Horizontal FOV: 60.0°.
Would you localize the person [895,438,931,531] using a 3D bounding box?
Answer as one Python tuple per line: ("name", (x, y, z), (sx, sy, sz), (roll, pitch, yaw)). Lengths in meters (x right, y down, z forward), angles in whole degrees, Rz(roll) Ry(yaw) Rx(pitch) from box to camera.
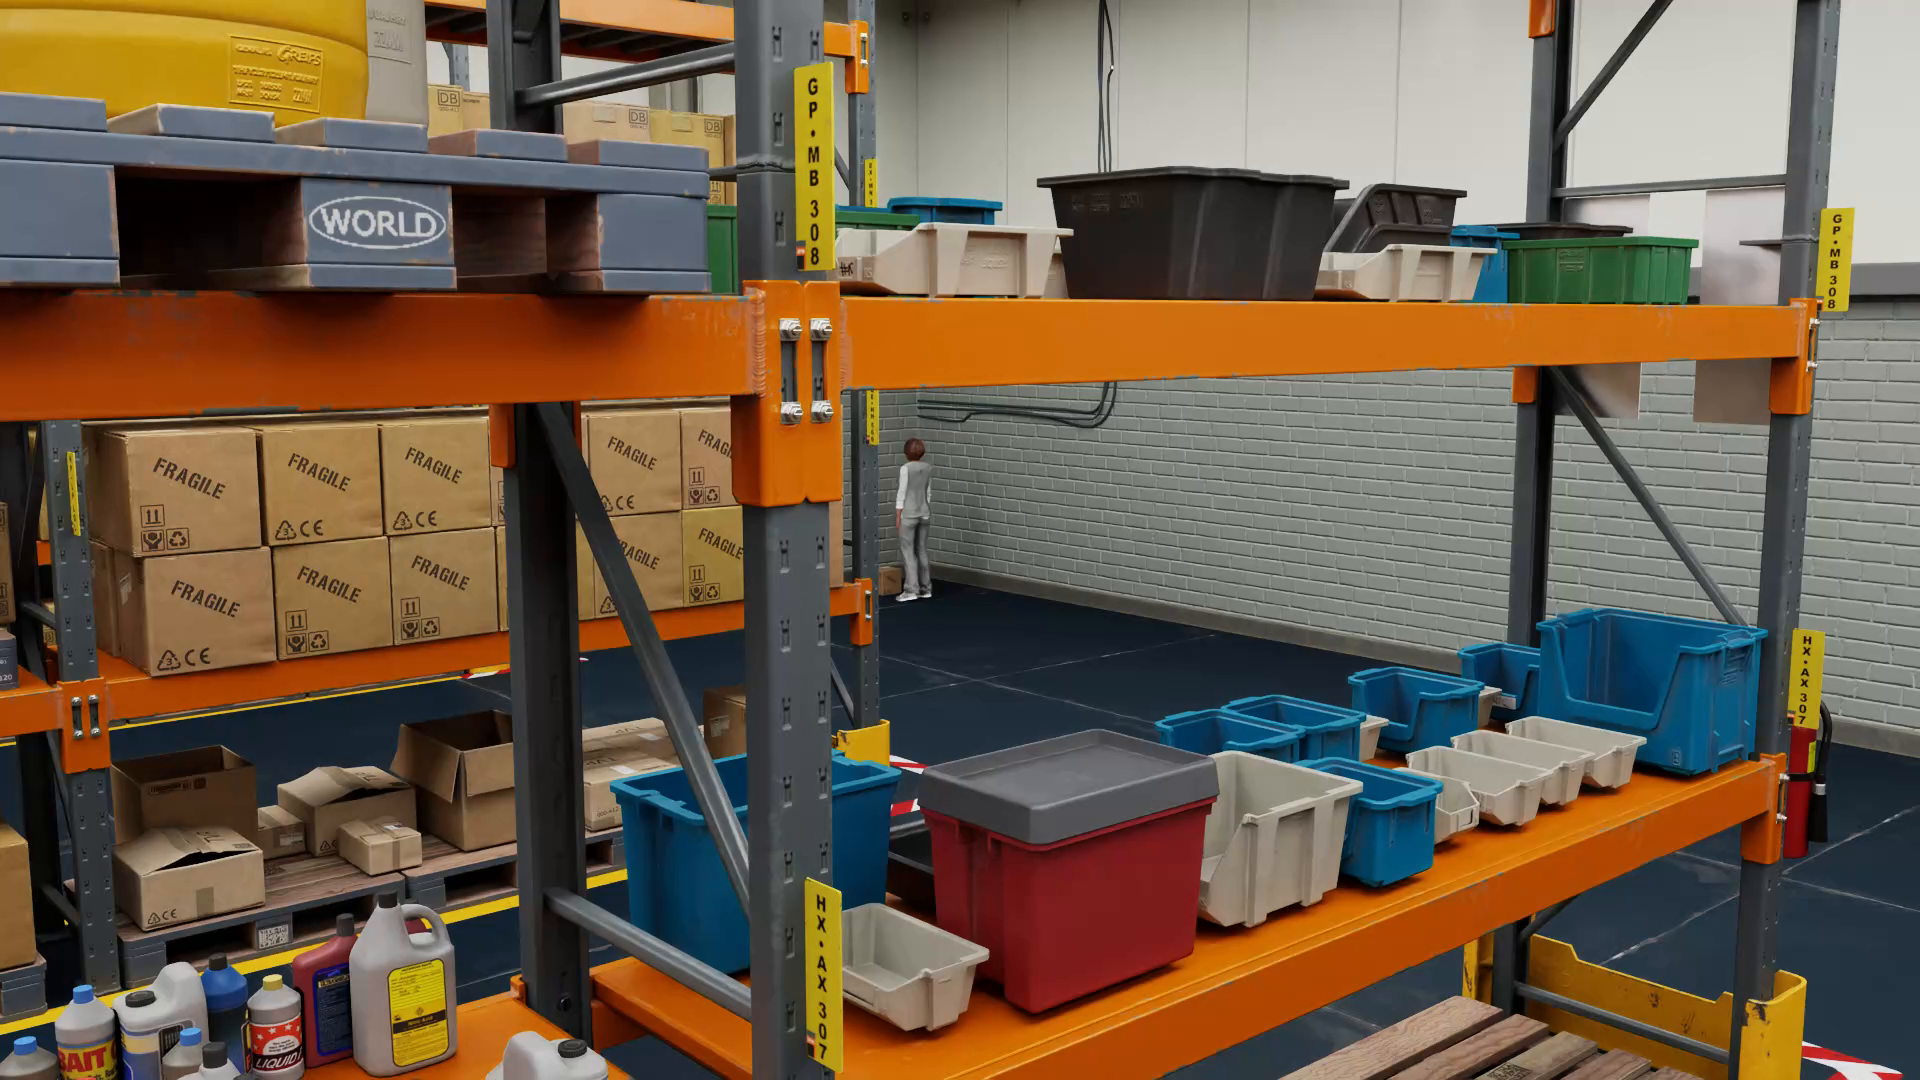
("person", (-0.465, -0.540, 16.334), (0.408, 0.928, 0.278), (-6, 10, -39))
